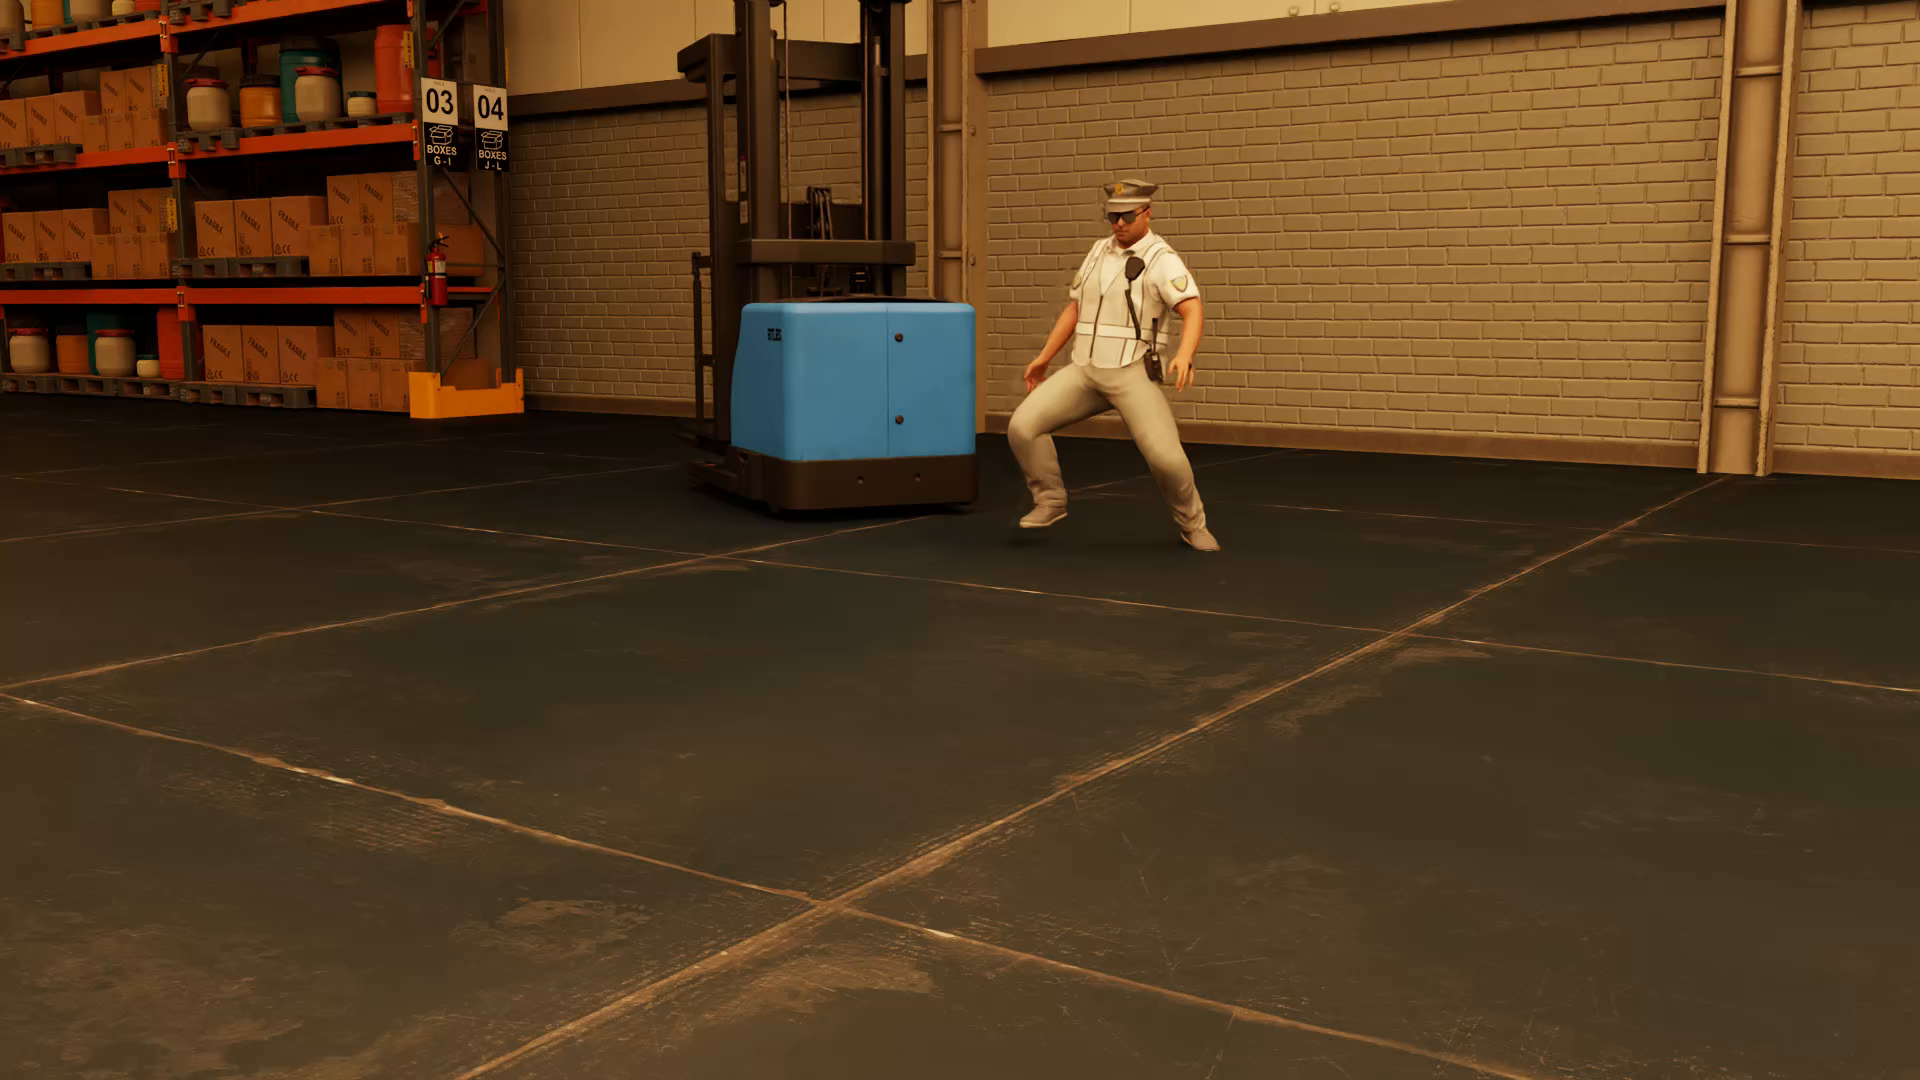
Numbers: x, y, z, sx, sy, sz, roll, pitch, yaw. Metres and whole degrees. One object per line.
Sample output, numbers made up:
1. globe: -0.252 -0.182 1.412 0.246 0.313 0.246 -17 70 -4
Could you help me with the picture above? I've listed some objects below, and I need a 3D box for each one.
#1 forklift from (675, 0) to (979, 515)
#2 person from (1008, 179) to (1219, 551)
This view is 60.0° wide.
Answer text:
1. forklift: -0.952 -1.746 9.472 1.130 2.935 3.031 -3 9 -23
2. person: 0.717 -0.759 7.337 0.972 1.634 0.671 7 11 41
